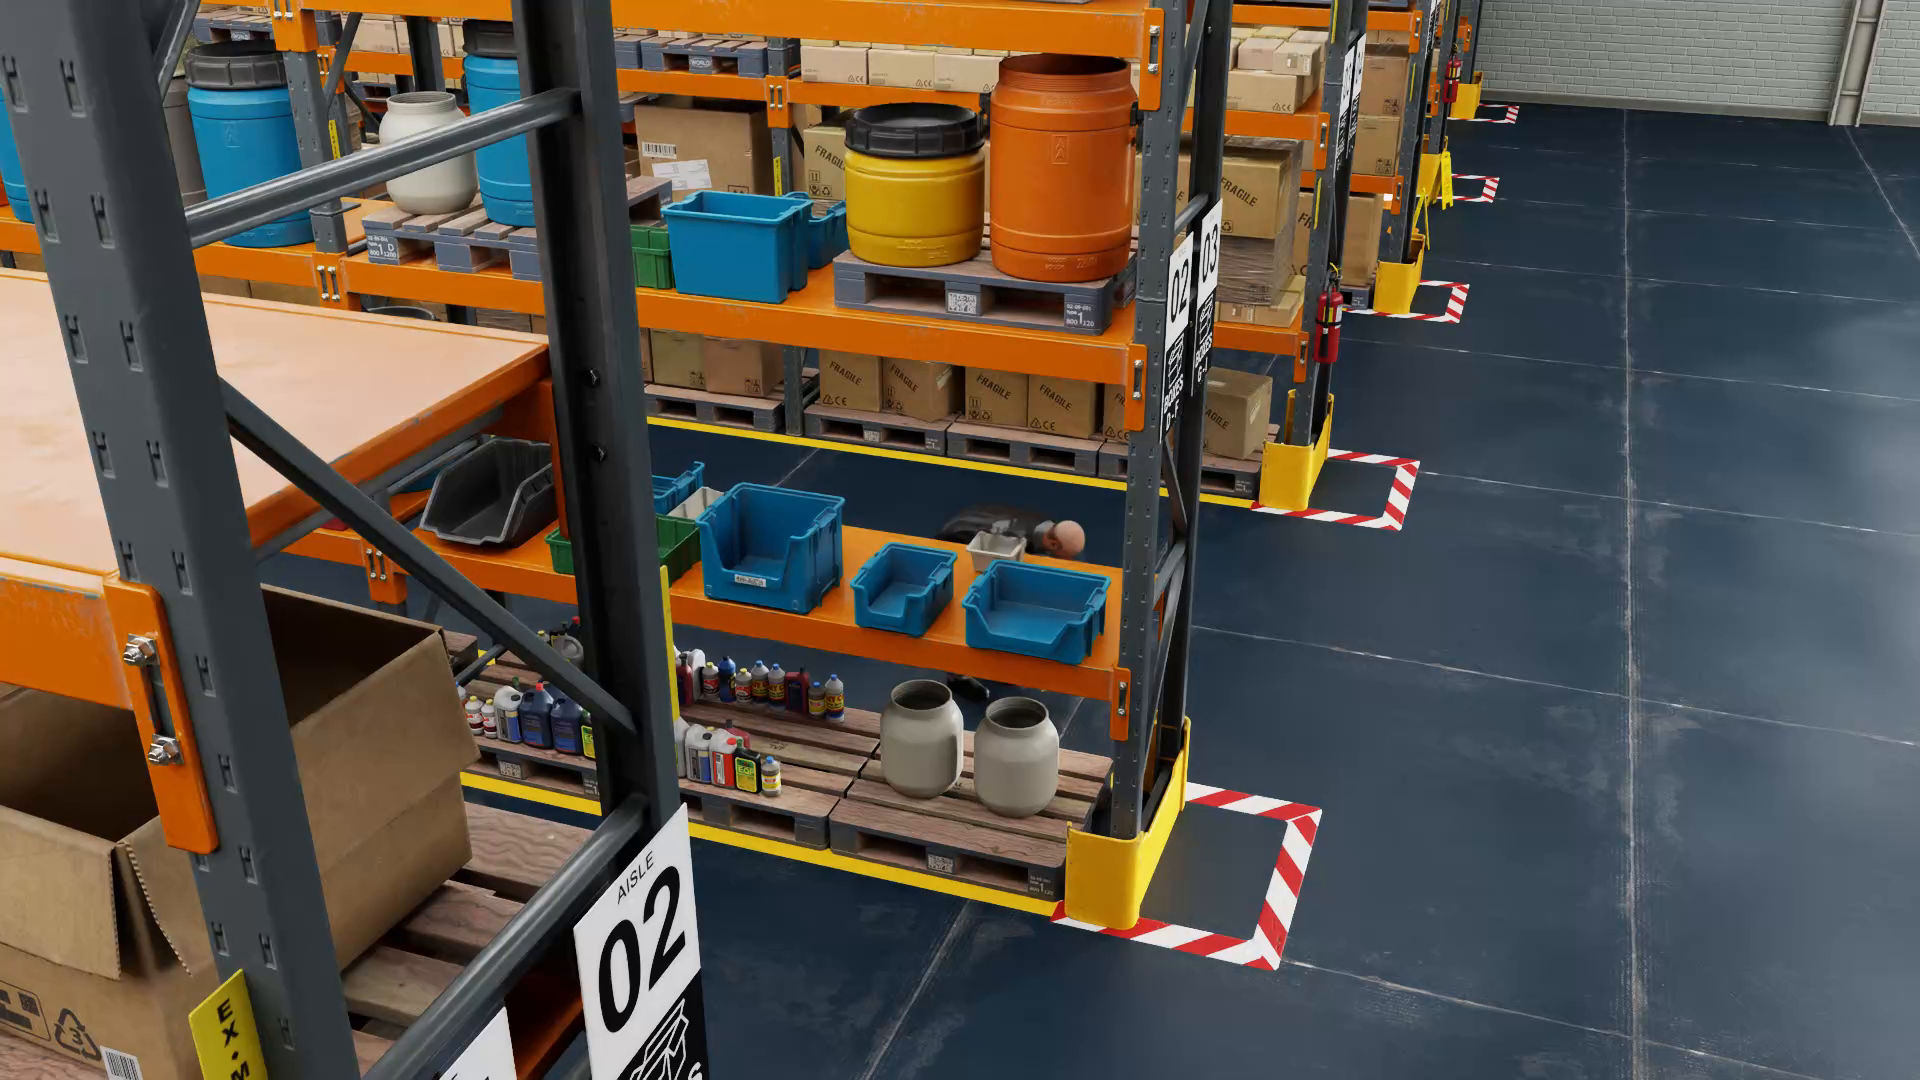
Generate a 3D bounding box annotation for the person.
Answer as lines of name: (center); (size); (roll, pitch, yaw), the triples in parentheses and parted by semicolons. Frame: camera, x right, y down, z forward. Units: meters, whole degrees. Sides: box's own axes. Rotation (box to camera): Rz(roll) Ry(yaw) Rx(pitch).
person: (0.289, 0.357, 9.445); (0.937, 1.214, 0.457); (18, 31, 33)
